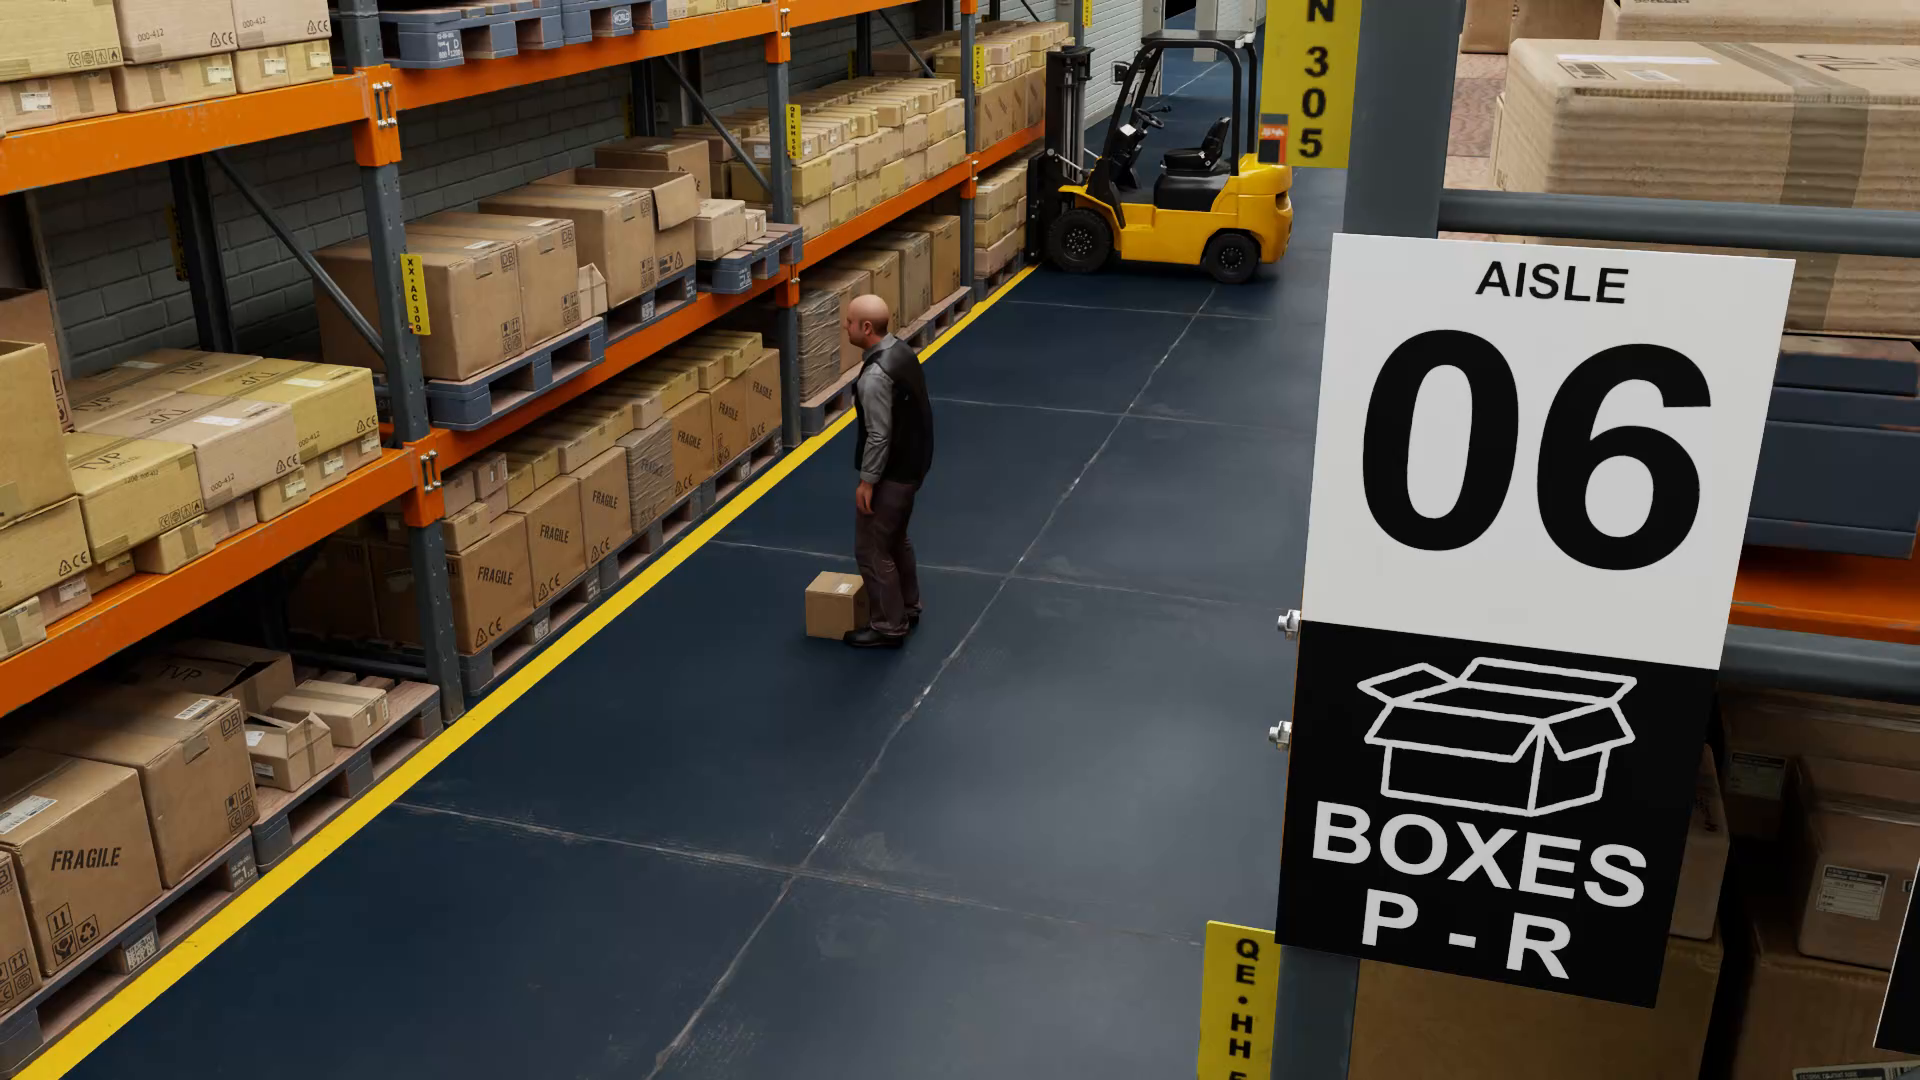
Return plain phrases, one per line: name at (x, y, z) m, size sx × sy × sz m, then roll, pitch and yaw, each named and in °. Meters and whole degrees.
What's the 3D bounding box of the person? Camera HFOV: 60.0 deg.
person at (-0.340, -0.324, 7.929) m, size 0.421 × 1.721 × 0.594 m, roll 5°, pitch 22°, yaw 13°
